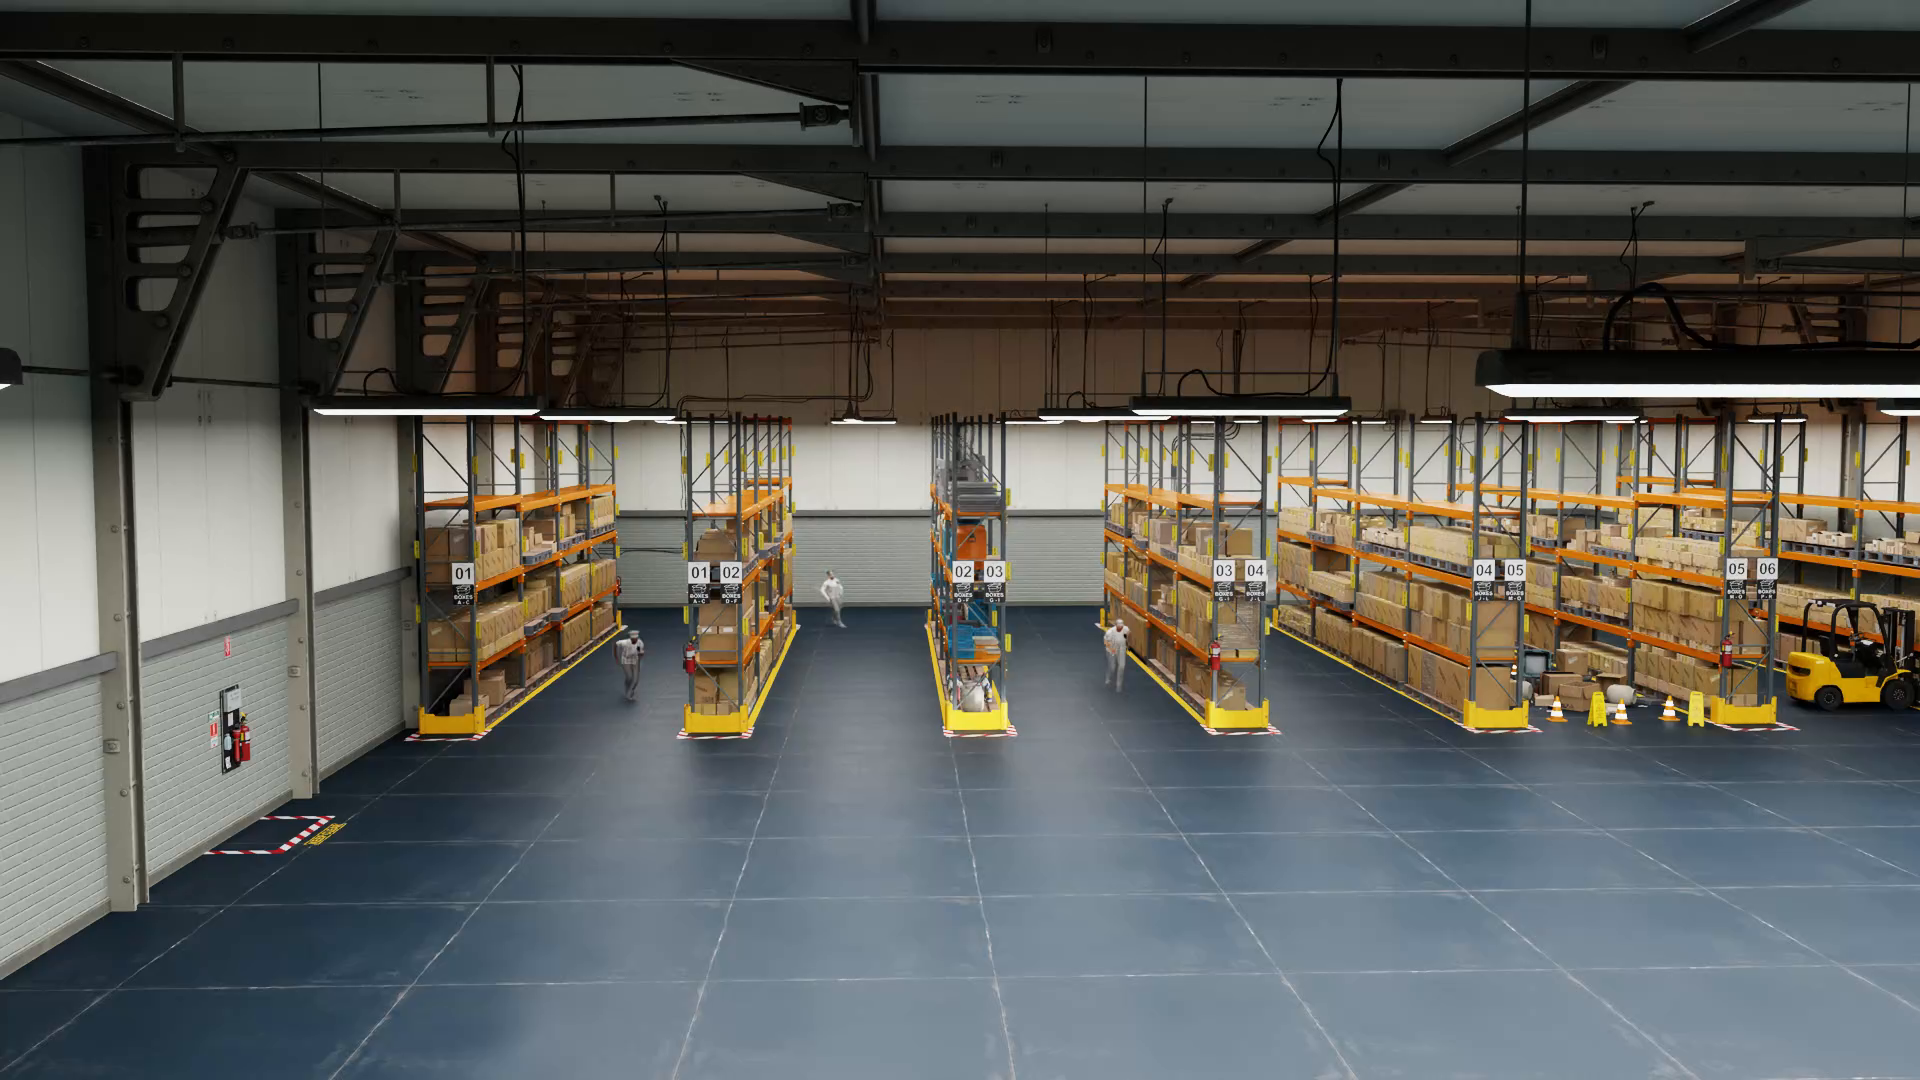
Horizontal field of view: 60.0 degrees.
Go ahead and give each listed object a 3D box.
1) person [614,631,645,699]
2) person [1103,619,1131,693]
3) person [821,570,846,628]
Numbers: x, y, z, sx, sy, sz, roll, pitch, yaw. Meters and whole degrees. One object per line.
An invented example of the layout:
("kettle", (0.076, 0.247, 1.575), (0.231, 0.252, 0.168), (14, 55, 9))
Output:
("person", (-6.893, 2.620, 34.670), (0.601, 1.491, 0.853), (-2, 4, -25))
("person", (3.394, 2.489, 36.252), (0.641, 1.627, 1.028), (-1, 4, -13))
("person", (-3.621, 1.667, 47.484), (0.677, 1.652, 0.727), (-3, 5, -33))
